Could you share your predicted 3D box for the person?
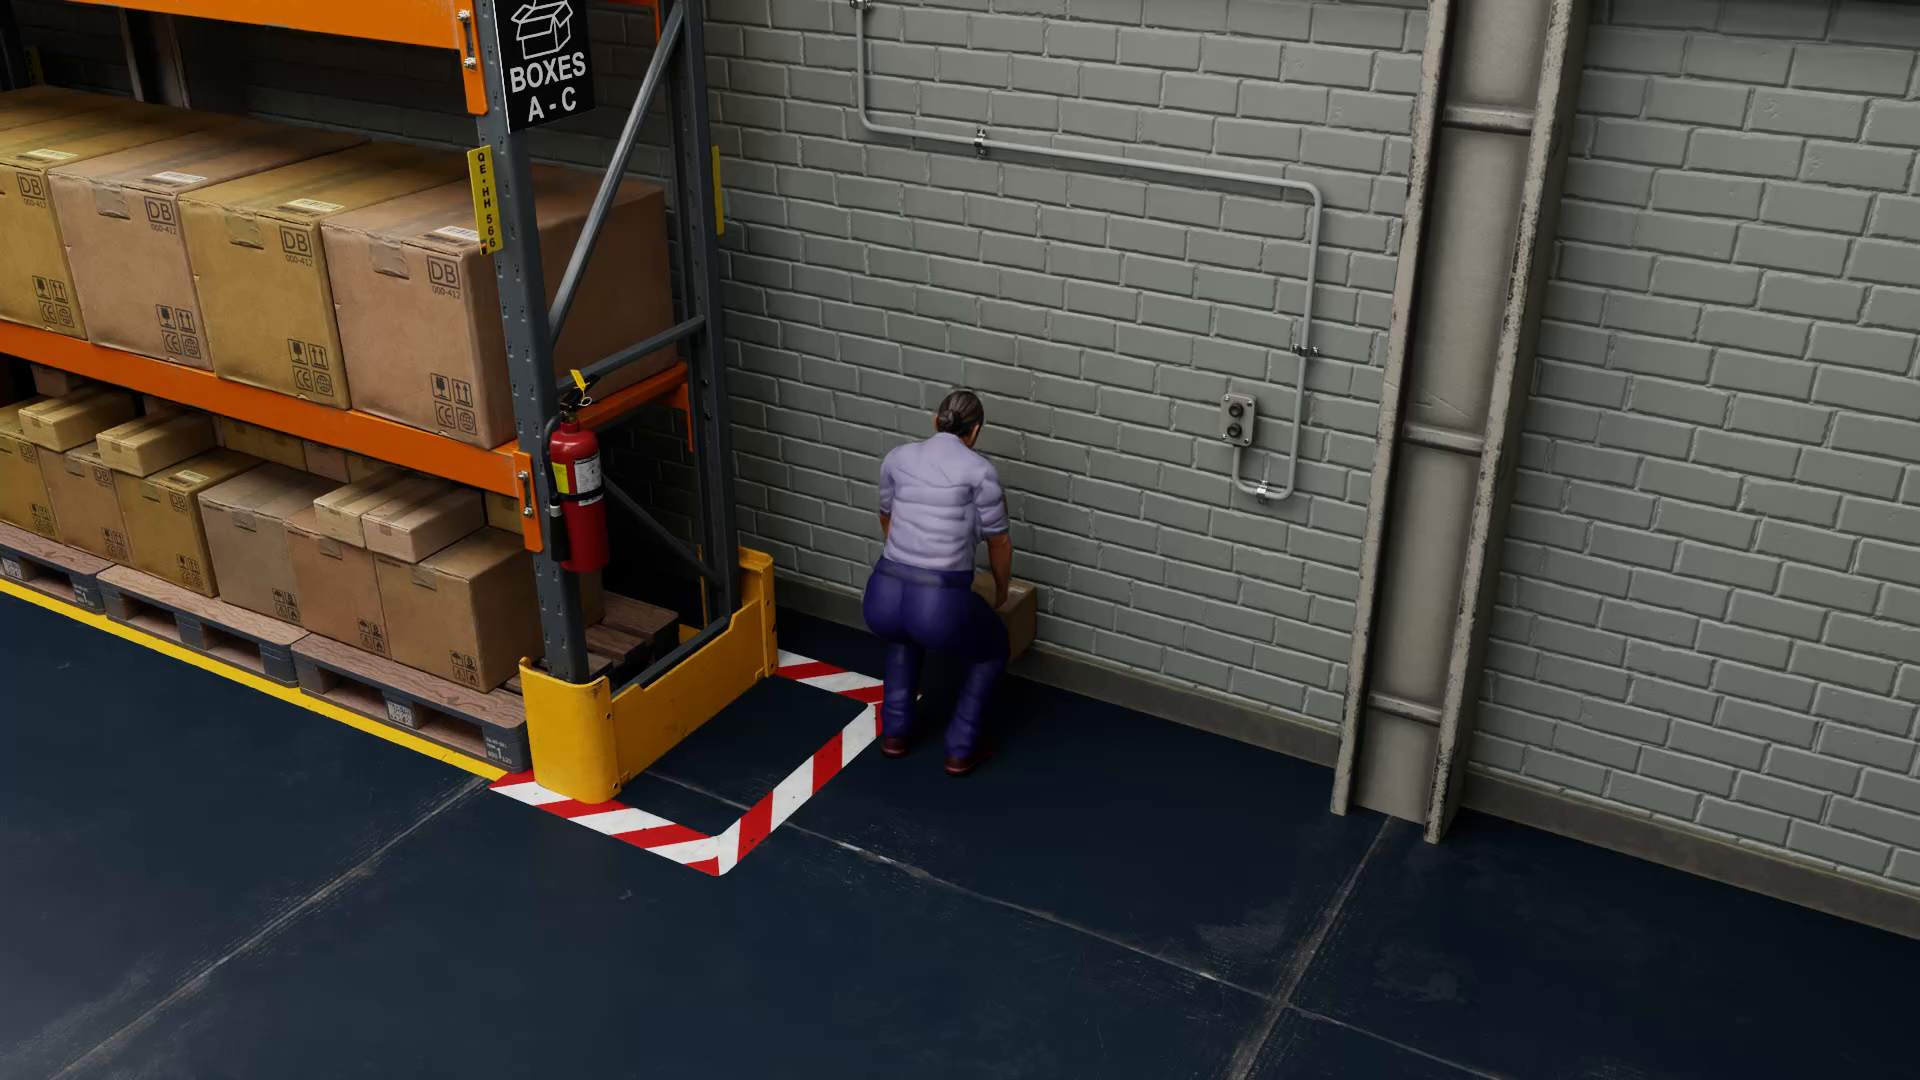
[{"bbox_3d":[-0.101,0.178,6.114,0.536,1.357,0.654,13,30,24],"label":"person"}]
